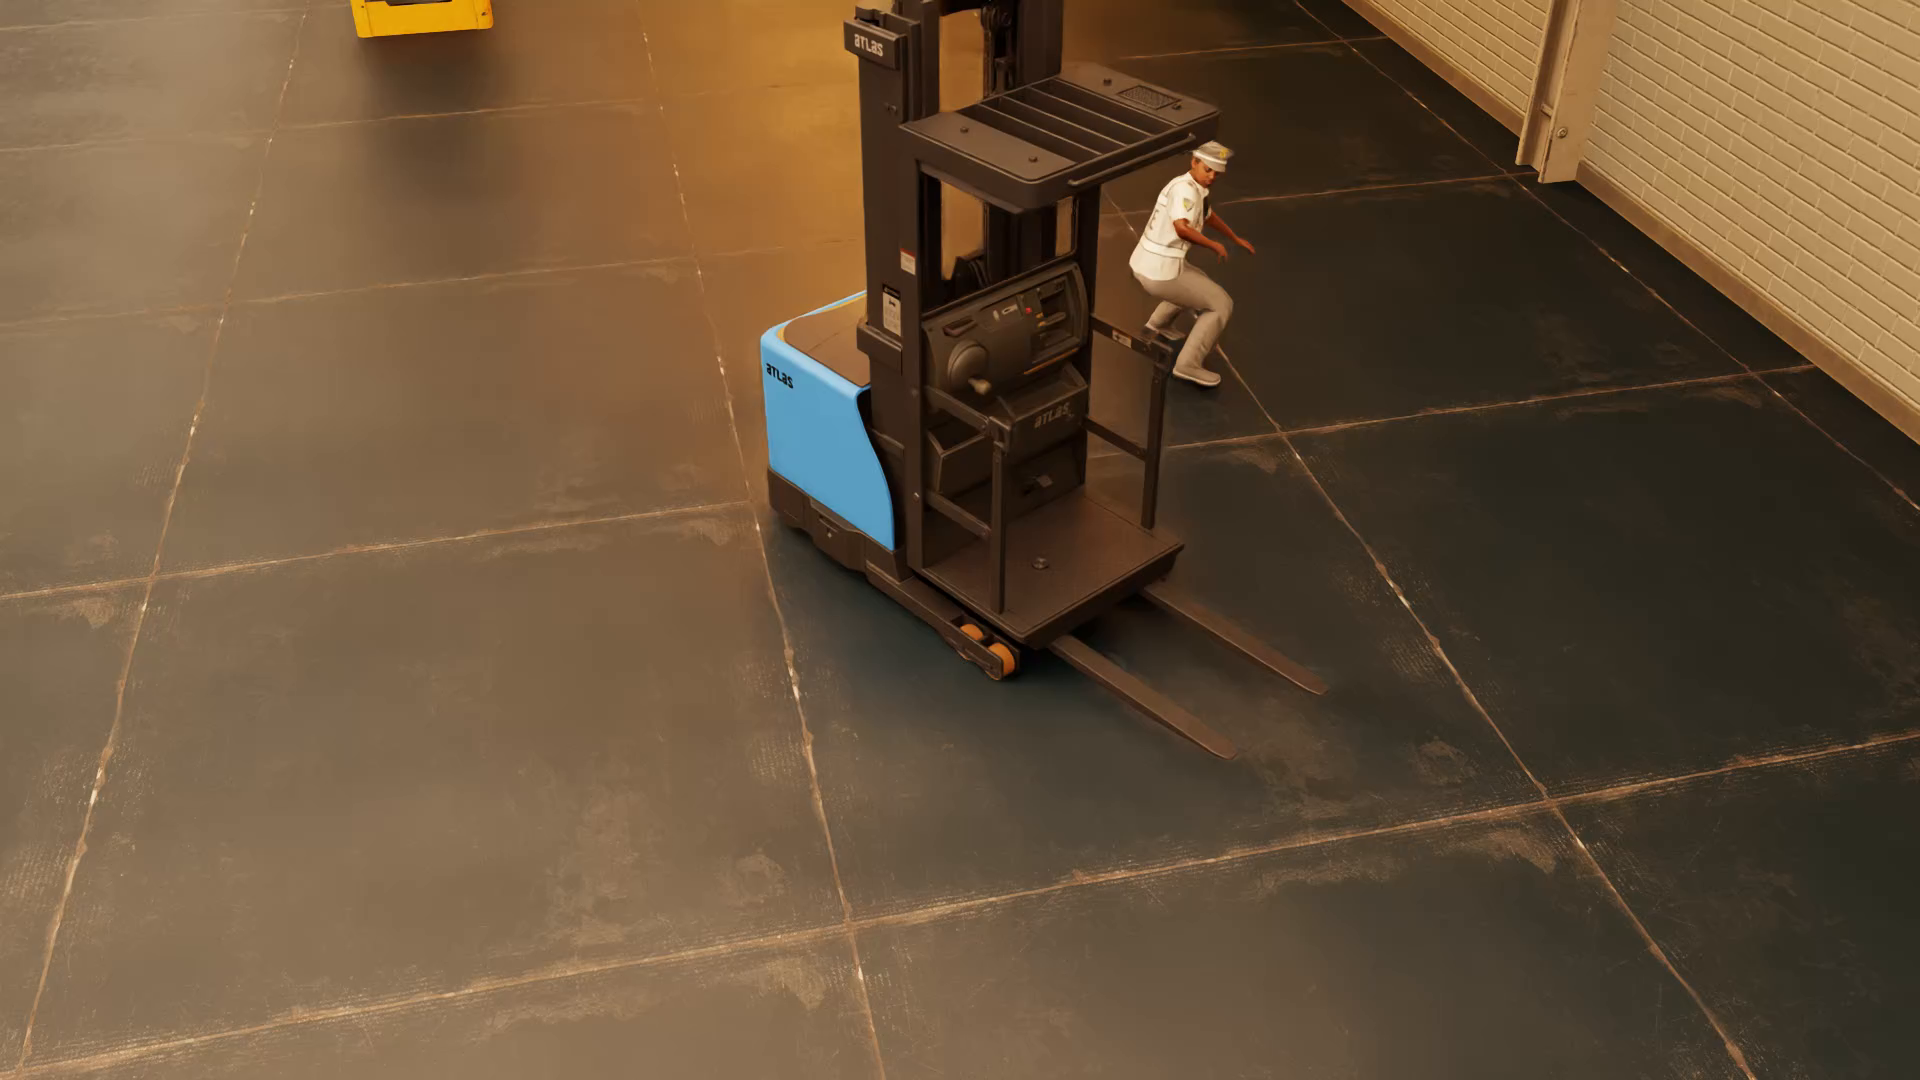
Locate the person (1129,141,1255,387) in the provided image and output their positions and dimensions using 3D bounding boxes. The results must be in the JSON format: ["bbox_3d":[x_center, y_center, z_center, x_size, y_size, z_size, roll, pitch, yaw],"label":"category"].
[{"bbox_3d":[1.380,-1.627,9.652,0.811,1.452,0.793,-2,36,-3],"label":"person"}]

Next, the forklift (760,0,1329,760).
[{"bbox_3d":[0.360,-0.885,7.279,1.130,2.935,3.031,-28,44,-33],"label":"forklift"}]
